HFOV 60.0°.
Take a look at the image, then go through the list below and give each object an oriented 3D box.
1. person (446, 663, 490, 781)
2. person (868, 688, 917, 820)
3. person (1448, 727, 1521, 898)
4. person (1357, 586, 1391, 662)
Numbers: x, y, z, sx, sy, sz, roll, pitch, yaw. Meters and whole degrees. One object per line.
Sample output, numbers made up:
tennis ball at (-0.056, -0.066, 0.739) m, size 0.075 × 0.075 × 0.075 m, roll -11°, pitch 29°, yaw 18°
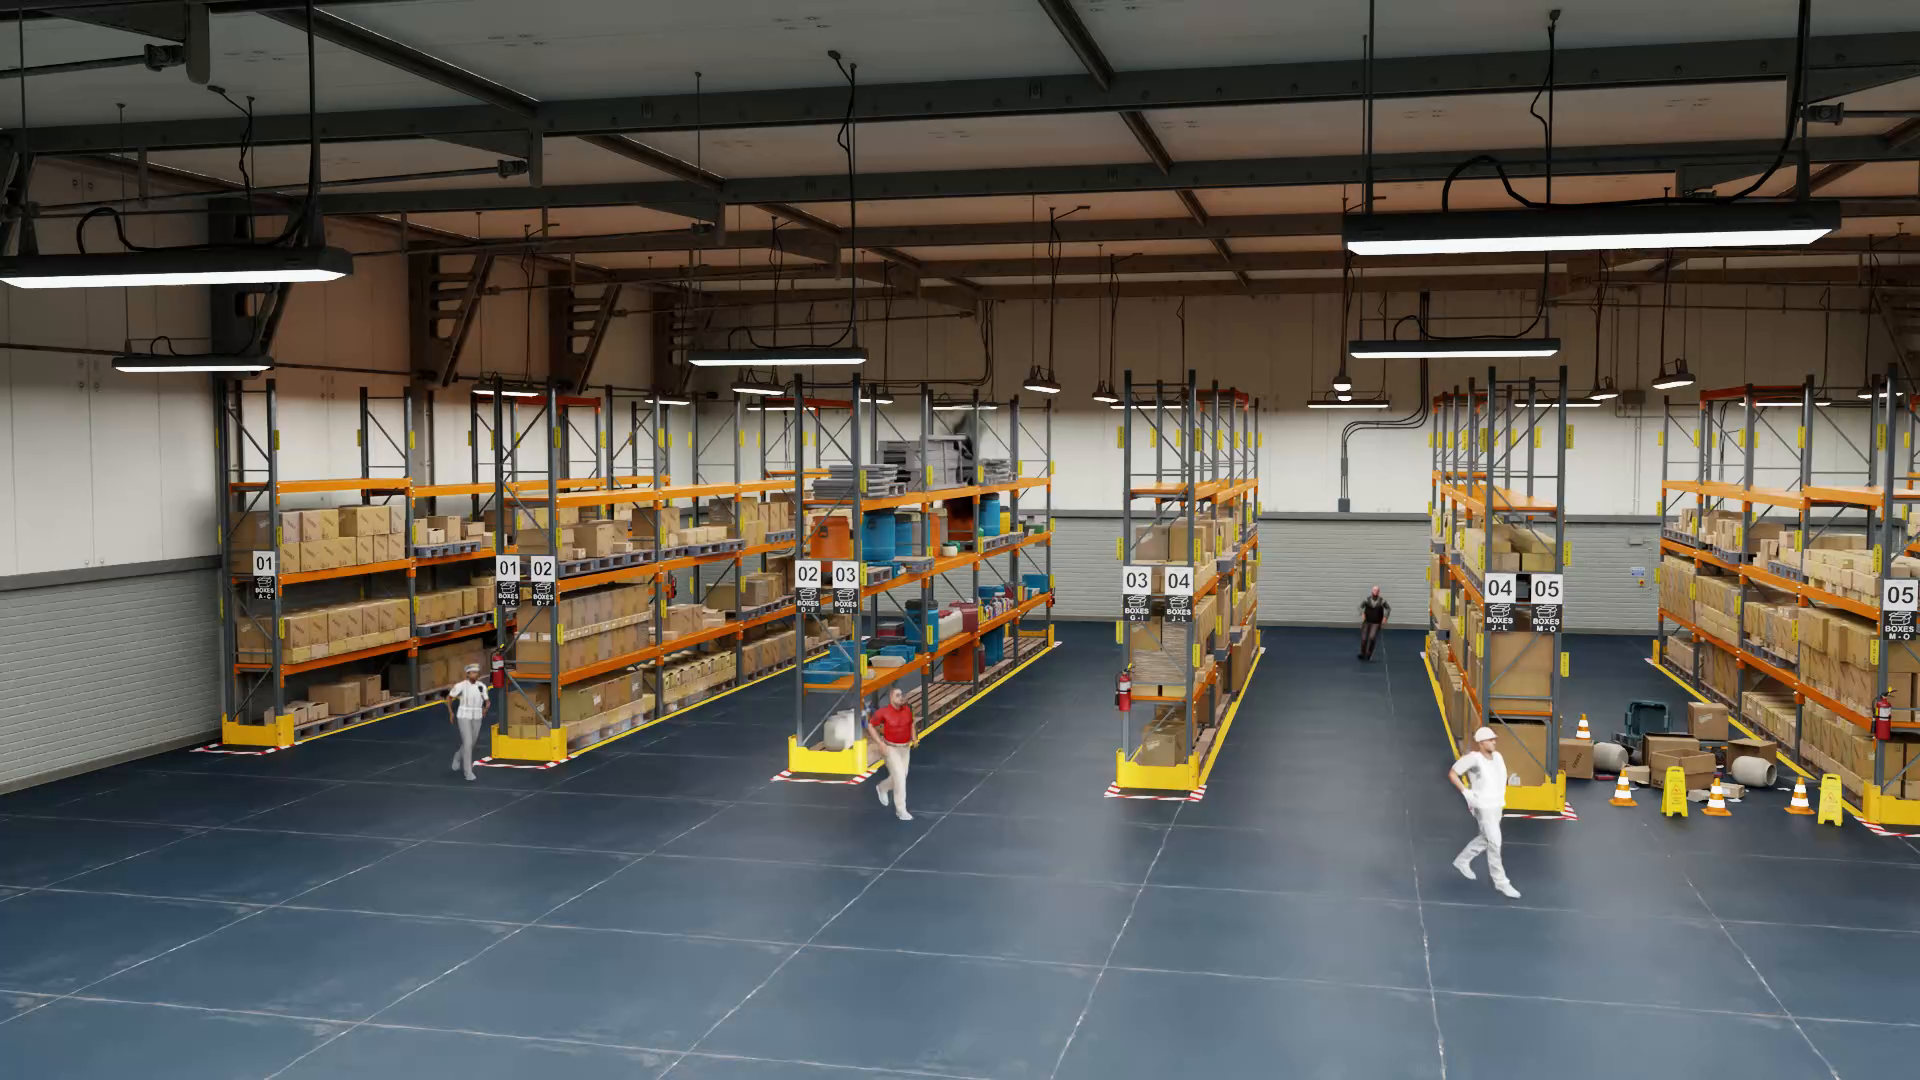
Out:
person at (-7.293, 2.683, 24.786) m, size 0.616 × 1.689 × 0.817 m, roll -3°, pitch 4°, yaw -38°
person at (-0.890, 2.827, 22.239) m, size 0.675 × 1.730 × 0.868 m, roll -3°, pitch 5°, yaw -42°
person at (5.850, 2.970, 18.431) m, size 0.678 × 1.790 × 0.918 m, roll -3°, pitch 4°, yaw -39°
person at (9.363, 1.910, 37.709) m, size 0.724 × 1.724 × 0.664 m, roll 1°, pitch 4°, yaw 23°
